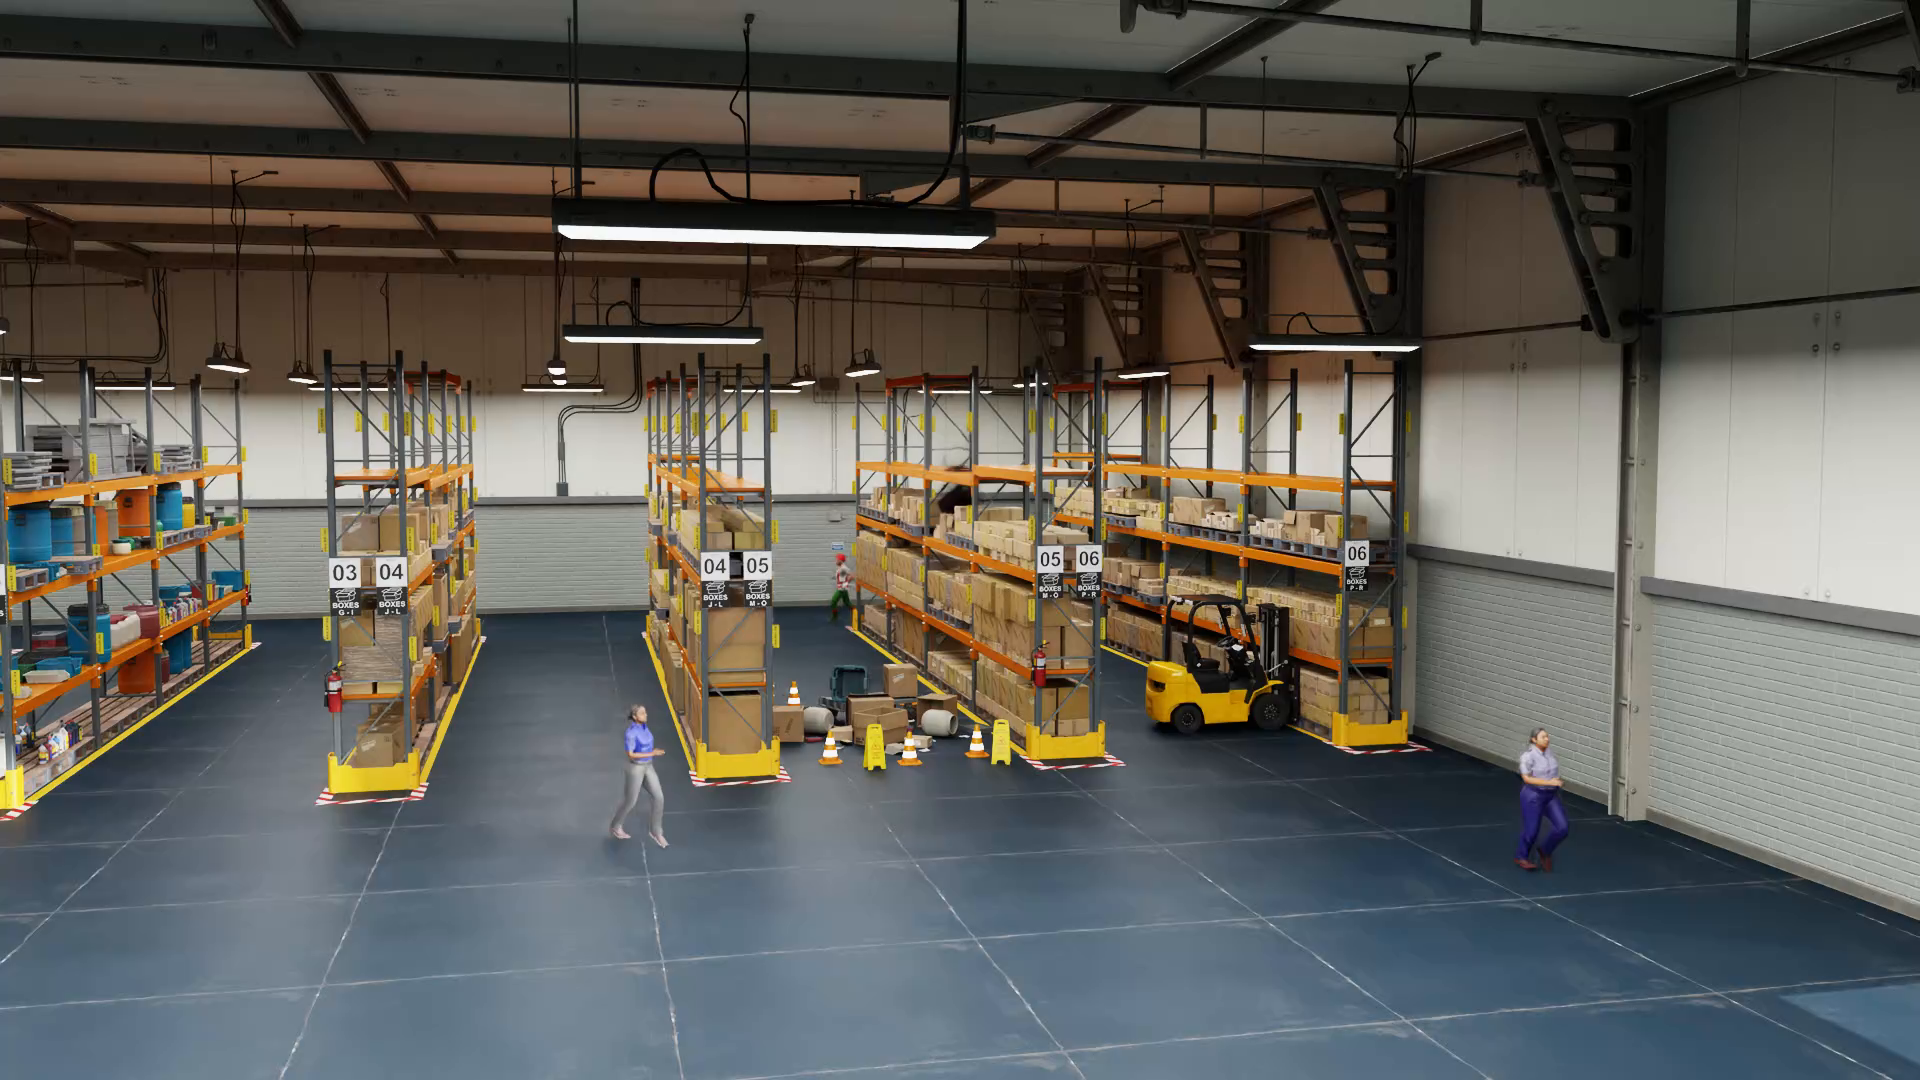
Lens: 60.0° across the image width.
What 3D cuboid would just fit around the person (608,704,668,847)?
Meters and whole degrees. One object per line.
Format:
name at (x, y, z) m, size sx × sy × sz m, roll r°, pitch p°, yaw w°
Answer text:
person at (-3.846, 2.798, 19.784) m, size 0.772 × 1.716 × 0.546 m, roll 2°, pitch 4°, yaw 25°

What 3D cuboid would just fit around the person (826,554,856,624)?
person at (-2.925, 1.236, 41.640) m, size 0.854 × 1.783 × 0.713 m, roll 0°, pitch 4°, yaw -5°

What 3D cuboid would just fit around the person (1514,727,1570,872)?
person at (6.488, 2.897, 18.528) m, size 0.582 × 1.632 × 0.652 m, roll -2°, pitch 4°, yaw -25°
